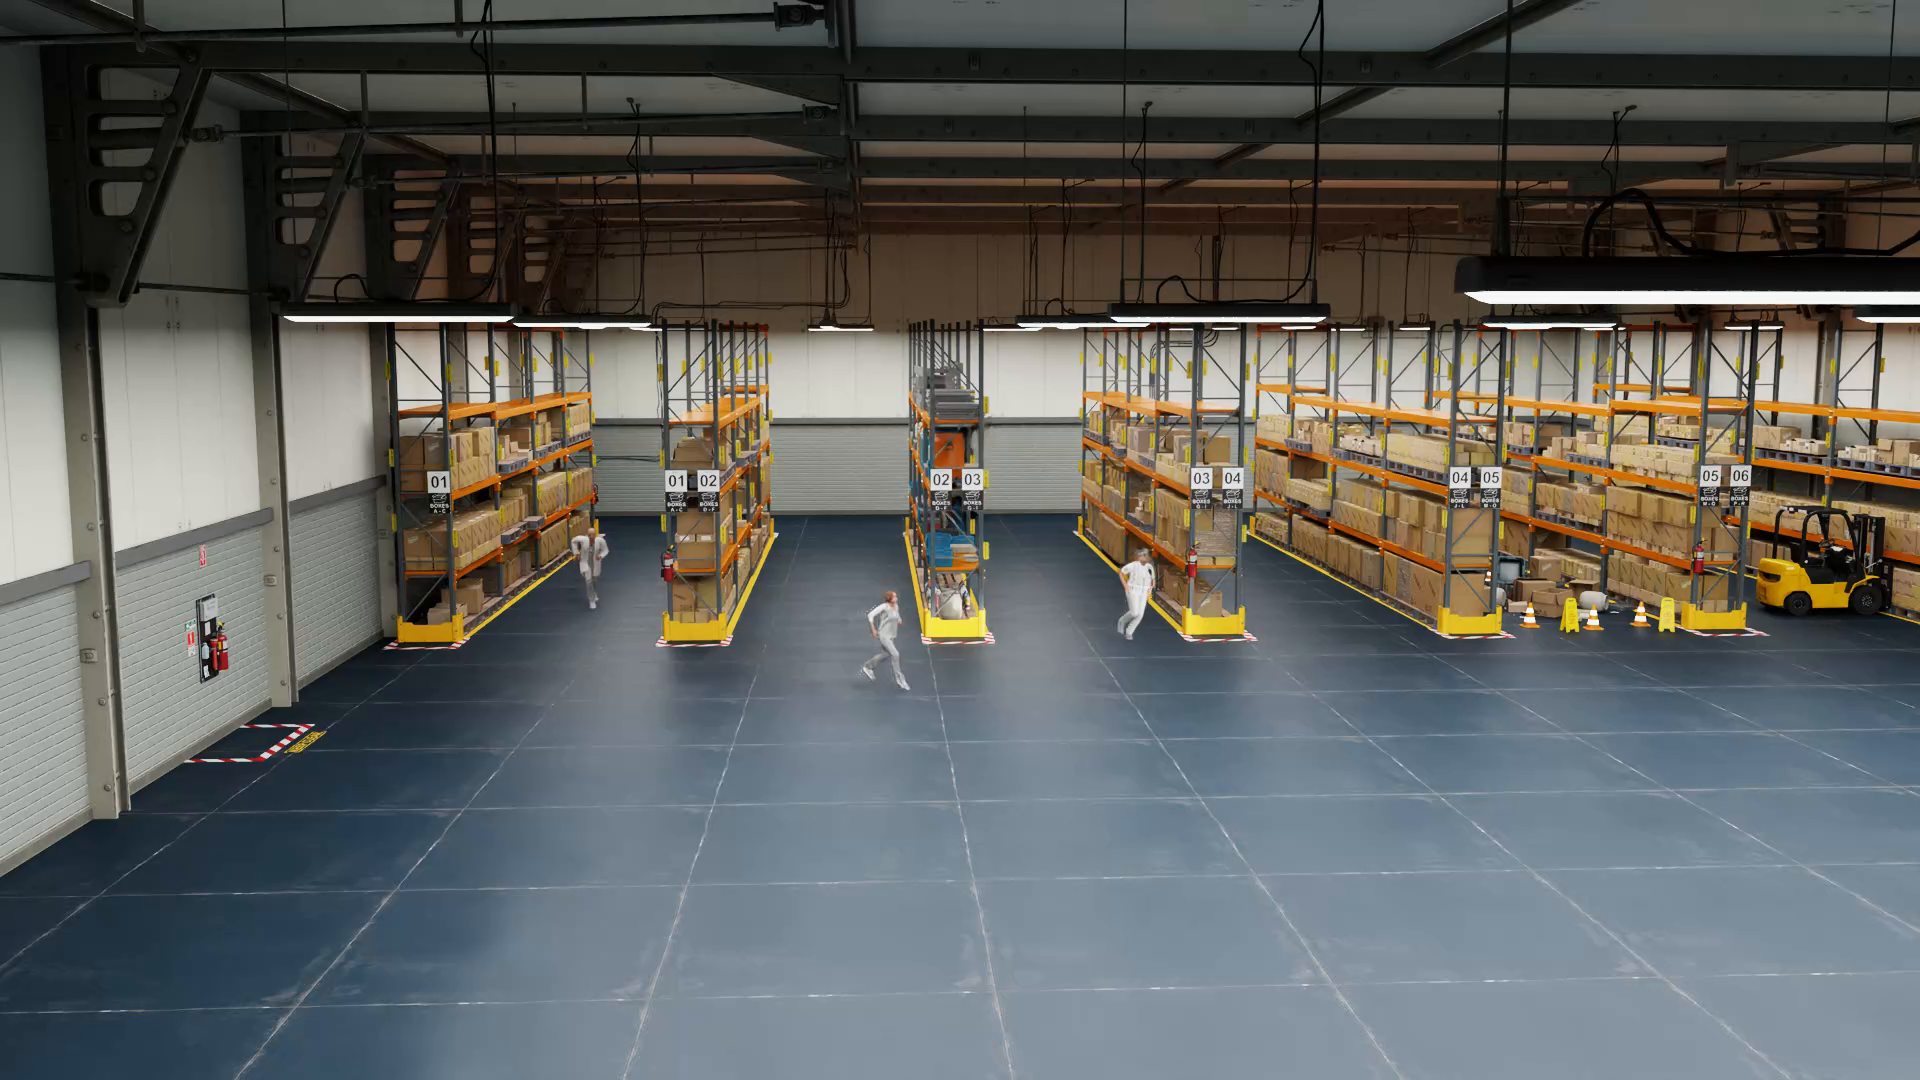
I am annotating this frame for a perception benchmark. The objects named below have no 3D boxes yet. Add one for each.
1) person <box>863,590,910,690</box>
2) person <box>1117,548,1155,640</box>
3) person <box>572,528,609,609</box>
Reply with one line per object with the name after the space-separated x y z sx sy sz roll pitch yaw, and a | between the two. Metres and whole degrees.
-1.213 1.599 27.069 0.912 1.606 0.557 5 8 33 | person
3.375 1.011 31.380 0.716 1.731 0.547 -3 8 -24 | person
-7.821 0.572 35.188 0.753 1.744 1.054 -2 7 -15 | person
